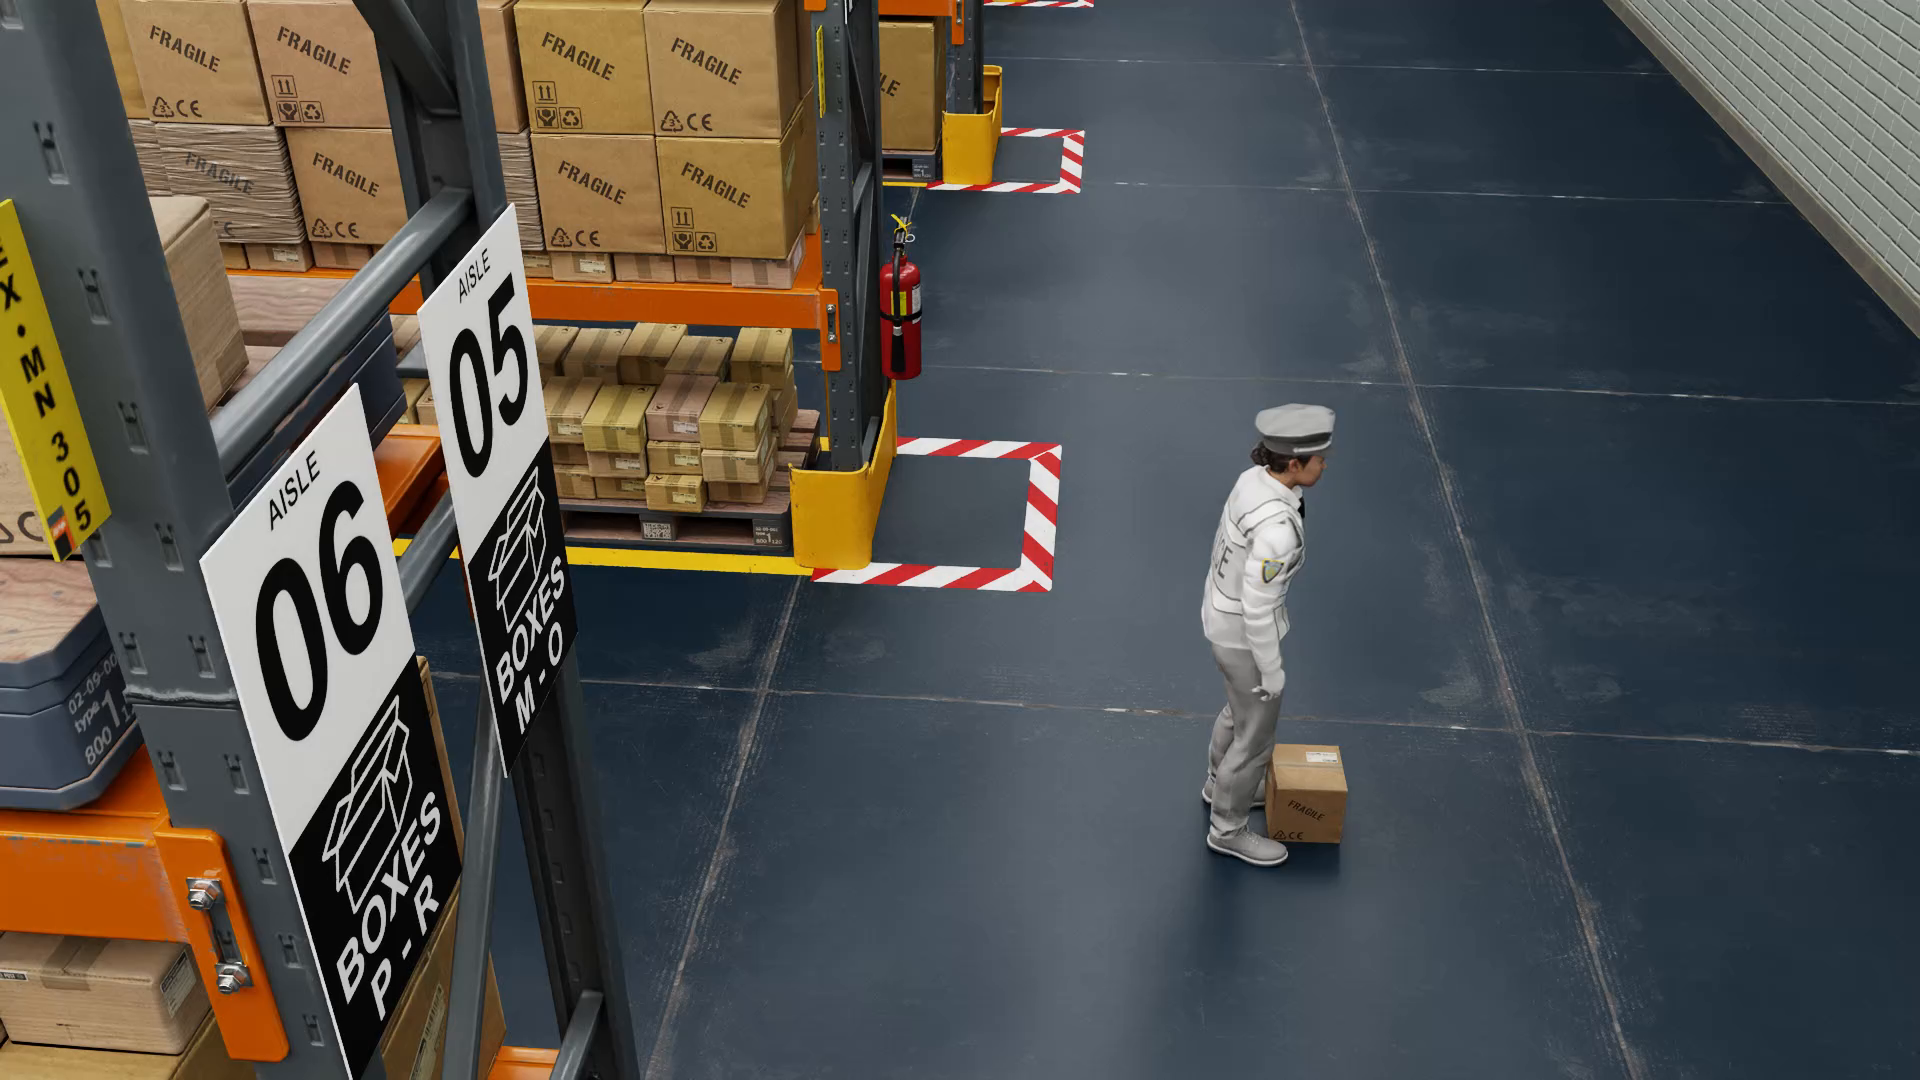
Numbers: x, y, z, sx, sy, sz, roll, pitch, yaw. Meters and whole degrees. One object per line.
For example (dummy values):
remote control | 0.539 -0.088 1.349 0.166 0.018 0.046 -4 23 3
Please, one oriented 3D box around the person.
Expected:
person | 1.006 0.312 5.637 0.372 1.664 0.528 3 32 4
